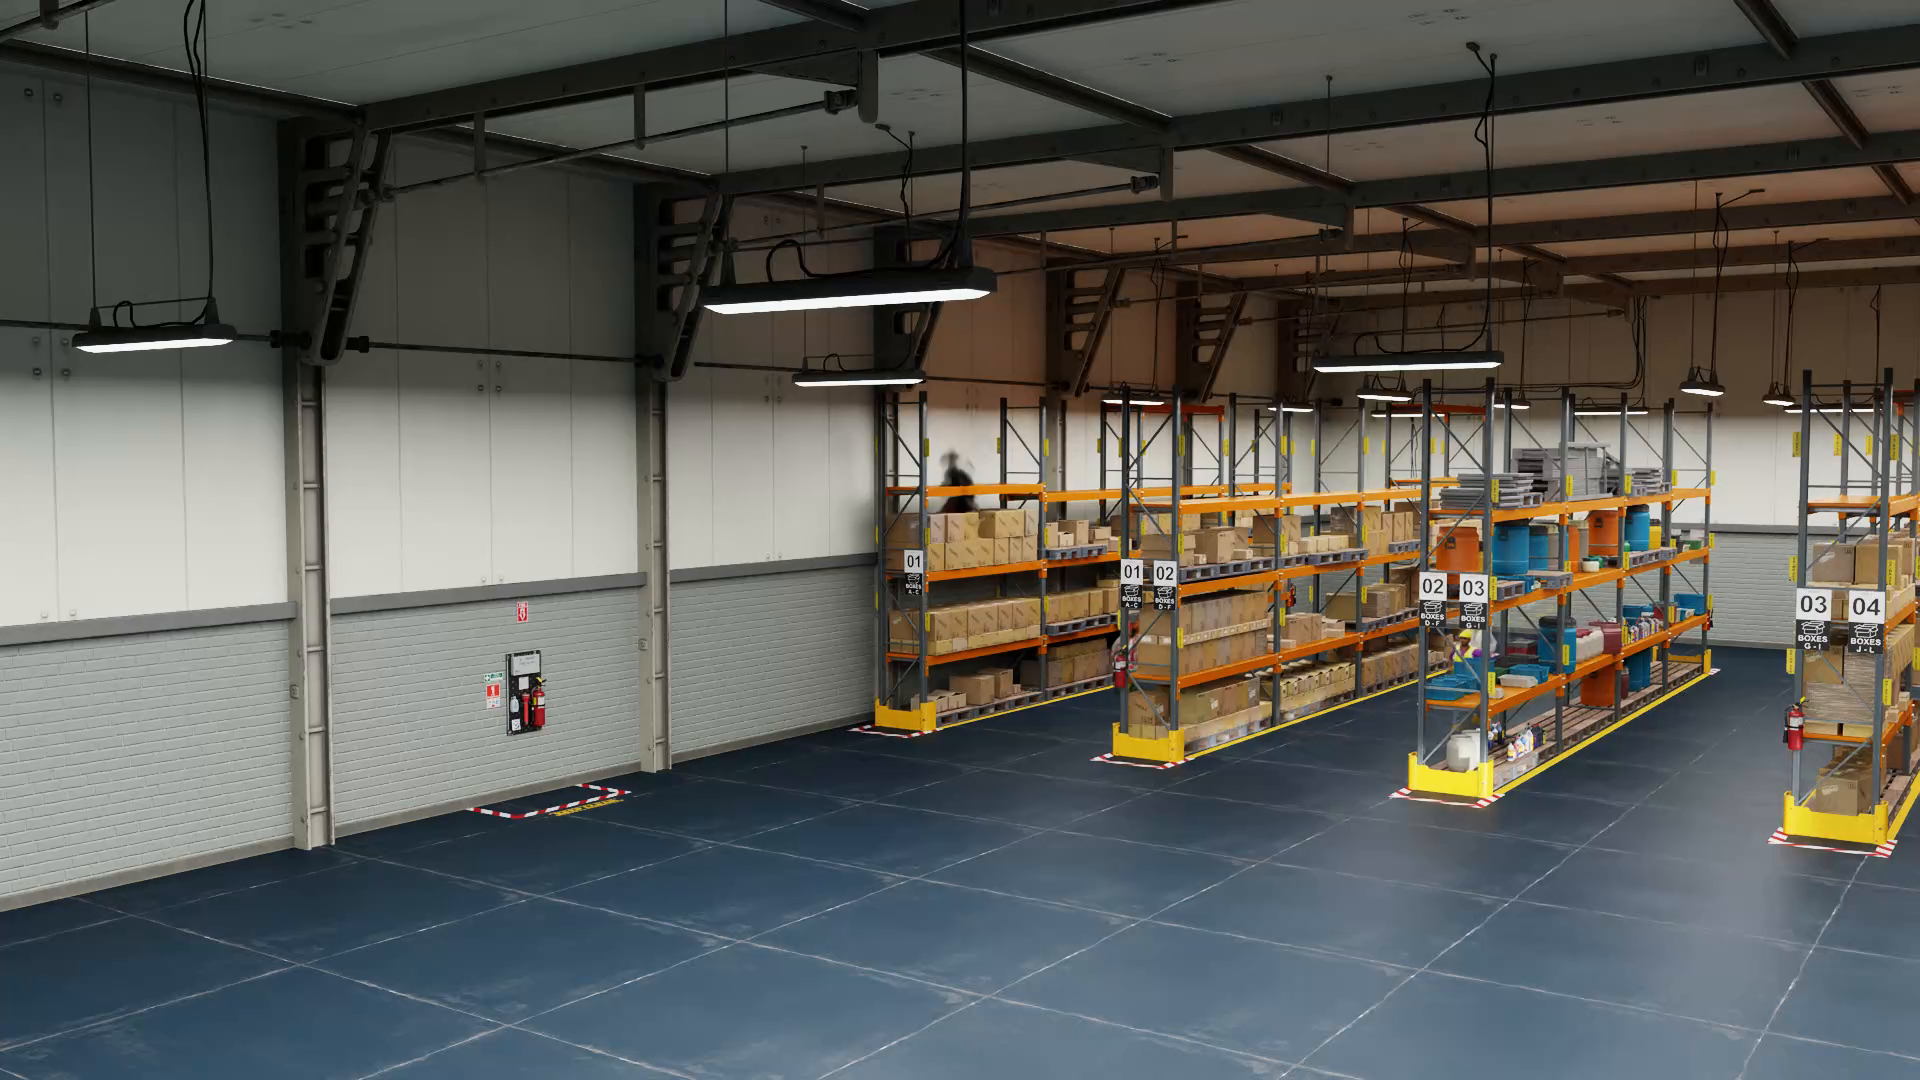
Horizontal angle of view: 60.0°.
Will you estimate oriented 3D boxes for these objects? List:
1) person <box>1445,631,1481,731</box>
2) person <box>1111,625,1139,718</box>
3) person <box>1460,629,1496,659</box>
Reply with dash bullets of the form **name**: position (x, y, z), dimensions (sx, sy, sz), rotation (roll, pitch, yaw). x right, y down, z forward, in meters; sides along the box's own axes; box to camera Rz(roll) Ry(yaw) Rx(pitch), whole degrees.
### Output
- **person**: position (8.920, 2.477, 29.428), dimensions (0.710, 1.747, 0.968), rotation (2, 4, 35)
- **person**: position (3.098, 2.391, 30.838), dimensions (0.651, 1.689, 0.645), rotation (1, 3, 23)
- **person**: position (10.240, 2.313, 32.939), dimensions (0.692, 1.731, 0.599), rotation (2, 4, 31)
